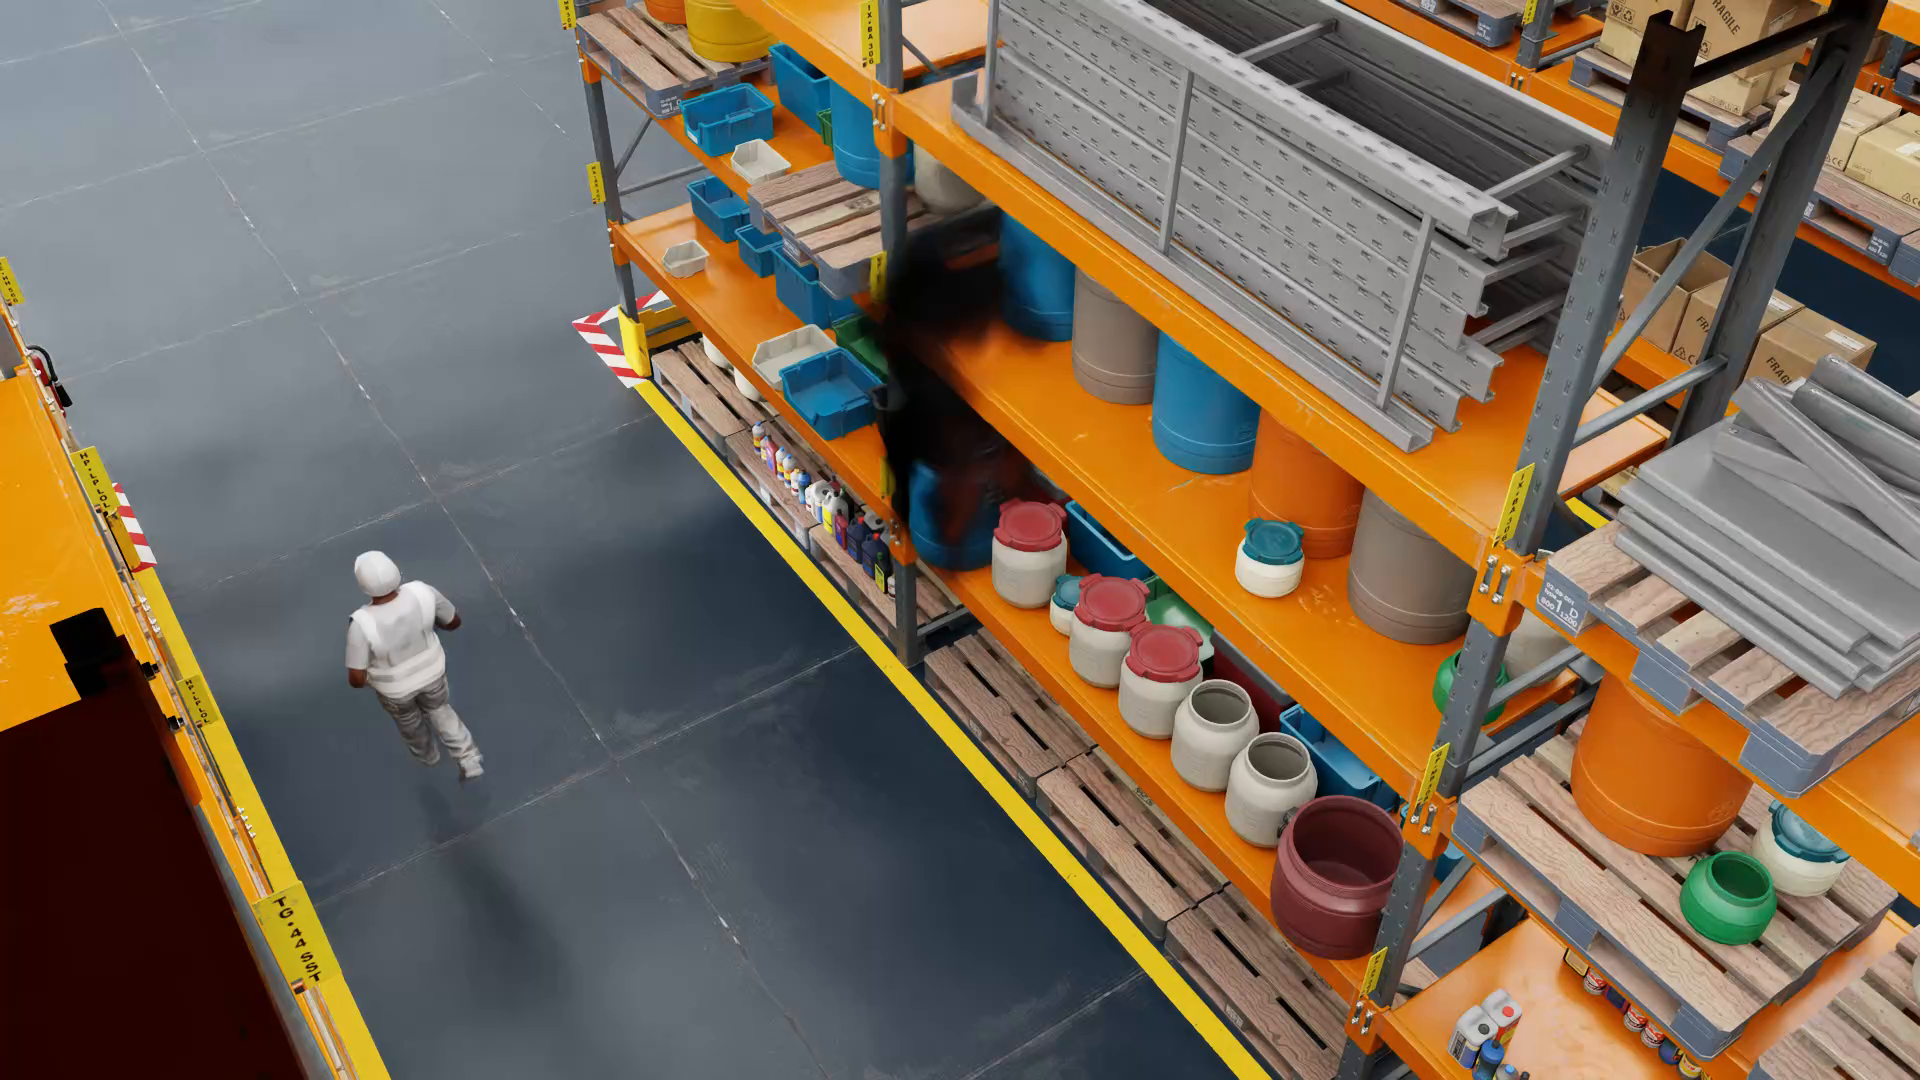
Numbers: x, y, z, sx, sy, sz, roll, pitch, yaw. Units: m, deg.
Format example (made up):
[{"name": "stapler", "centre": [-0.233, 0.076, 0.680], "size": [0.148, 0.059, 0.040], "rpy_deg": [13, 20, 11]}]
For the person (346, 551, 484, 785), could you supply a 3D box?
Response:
[{"name": "person", "centre": [-3.043, 0.759, 9.214], "size": [0.682, 1.781, 0.855], "rpy_deg": [-29, 50, -28]}]
